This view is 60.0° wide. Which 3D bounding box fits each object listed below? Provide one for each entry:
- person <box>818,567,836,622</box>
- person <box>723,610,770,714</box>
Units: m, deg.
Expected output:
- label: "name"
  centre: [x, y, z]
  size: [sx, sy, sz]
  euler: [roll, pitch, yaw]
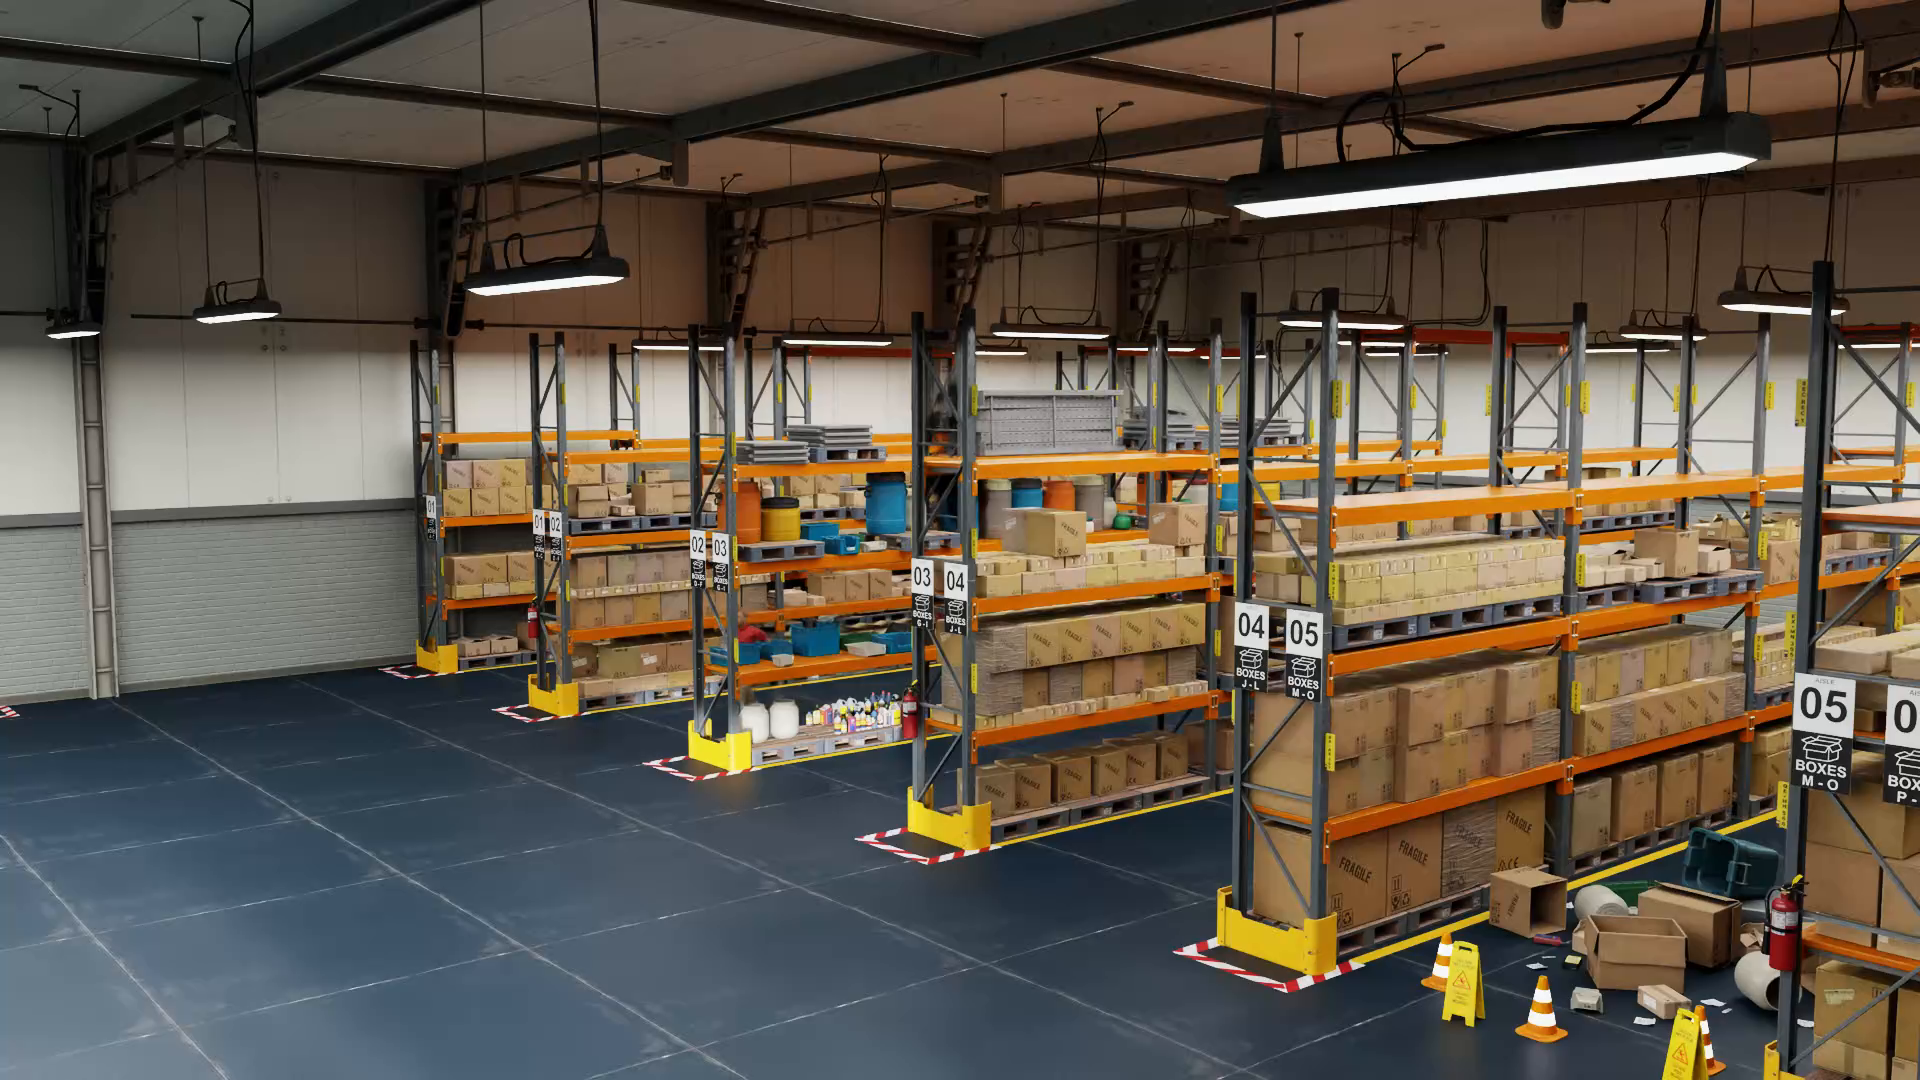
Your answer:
- label: "person"
  centre: [-2.500, 1.314, 32.256]
  size: [0.710, 1.776, 0.944]
  euler: [5, 7, 44]
- label: "person"
  centre: [-3.294, 1.975, 25.451]
  size: [0.683, 1.821, 0.783]
  euler: [4, 7, 40]
